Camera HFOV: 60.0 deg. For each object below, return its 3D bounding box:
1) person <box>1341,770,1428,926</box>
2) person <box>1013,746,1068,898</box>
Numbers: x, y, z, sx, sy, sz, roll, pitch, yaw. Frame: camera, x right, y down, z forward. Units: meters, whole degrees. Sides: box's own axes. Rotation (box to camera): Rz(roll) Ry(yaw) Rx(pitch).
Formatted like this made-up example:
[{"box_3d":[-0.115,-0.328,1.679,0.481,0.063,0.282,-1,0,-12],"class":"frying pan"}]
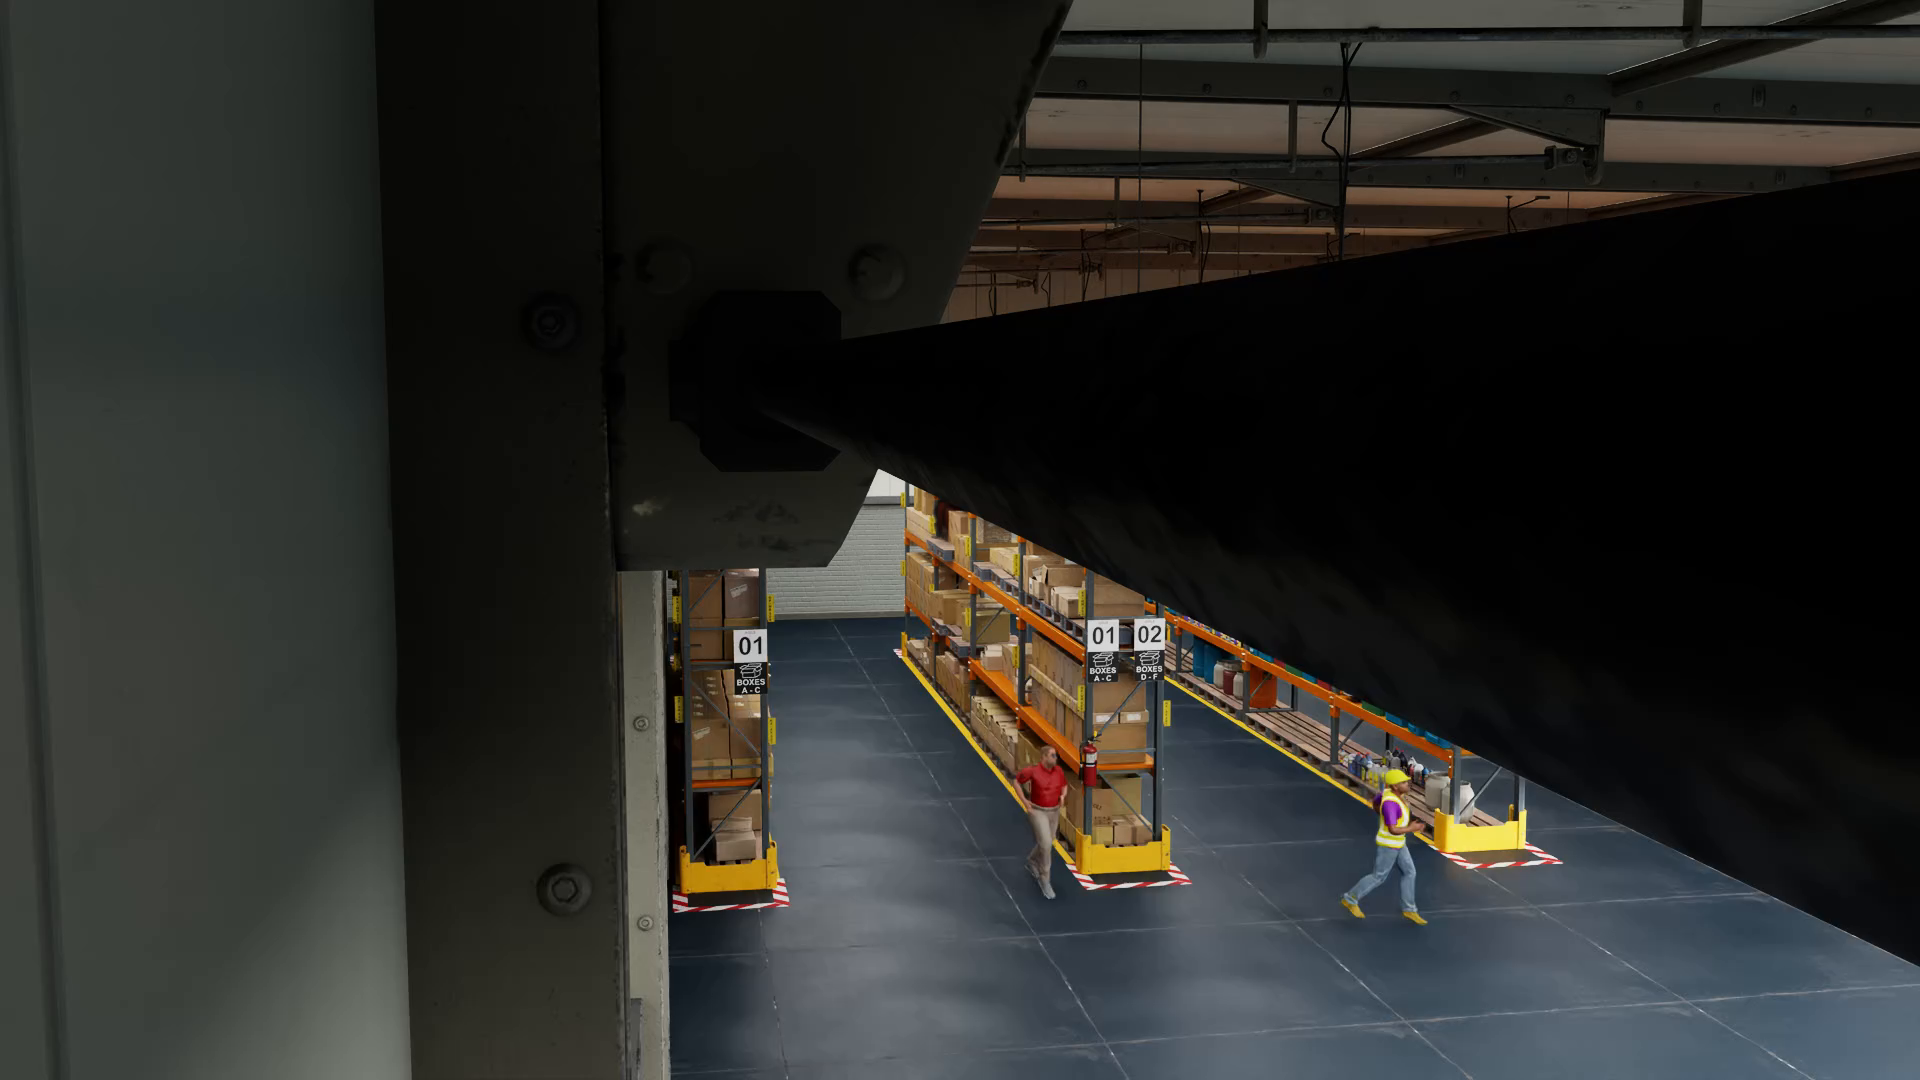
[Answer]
[{"box_3d":[4.861,3.488,18.950,0.948,1.801,0.712,2,6,21],"class":"person"},{"box_3d":[1.052,3.388,20.280,0.665,1.773,0.857,-4,7,-36],"class":"person"}]
